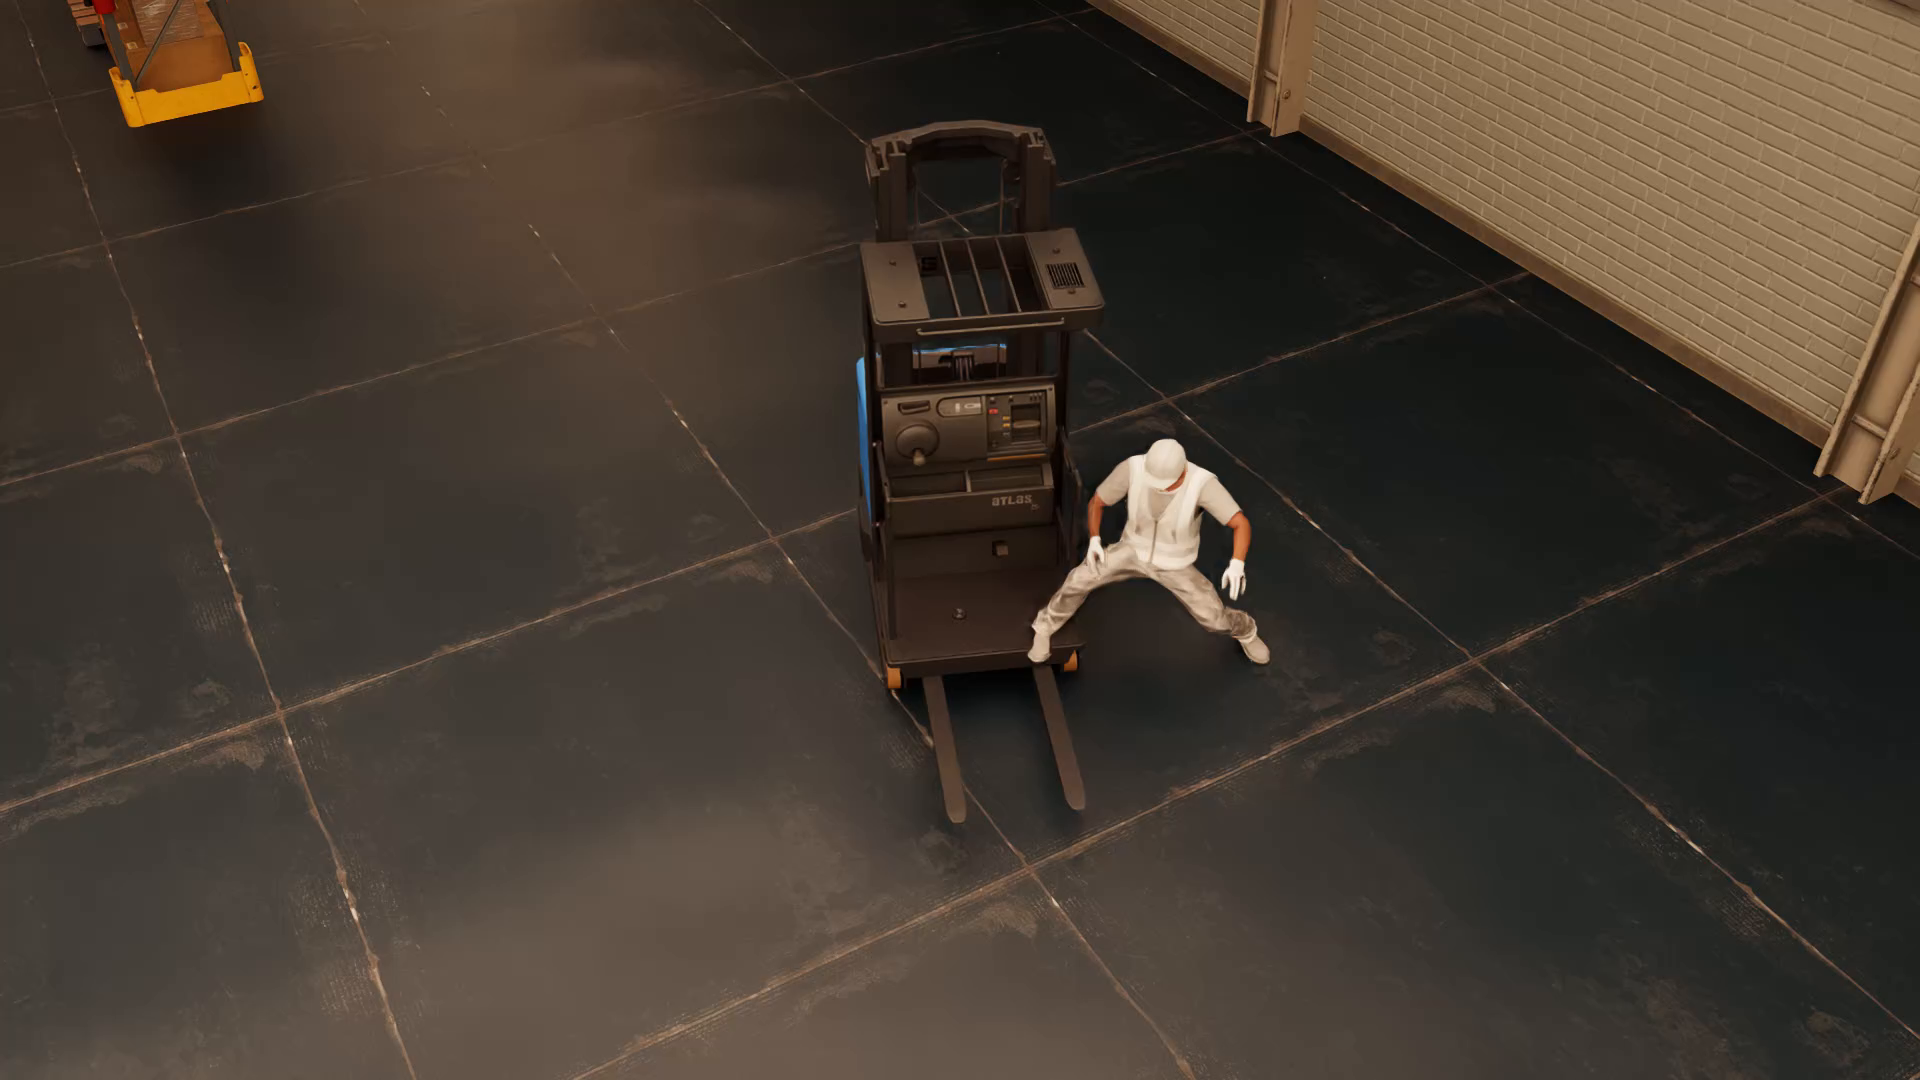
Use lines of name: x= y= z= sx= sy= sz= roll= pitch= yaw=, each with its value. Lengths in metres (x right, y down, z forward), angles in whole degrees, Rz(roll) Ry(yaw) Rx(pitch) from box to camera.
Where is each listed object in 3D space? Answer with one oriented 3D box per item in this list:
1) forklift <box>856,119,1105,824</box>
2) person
forklift: x=0.081 y=-0.534 z=8.679 sx=1.130 sy=2.935 sz=3.031 roll=-5 pitch=40 yaw=-6
person: x=1.072 y=0.142 z=8.927 sx=1.247 sy=1.578 sz=0.972 roll=13 pitch=41 yaw=15
